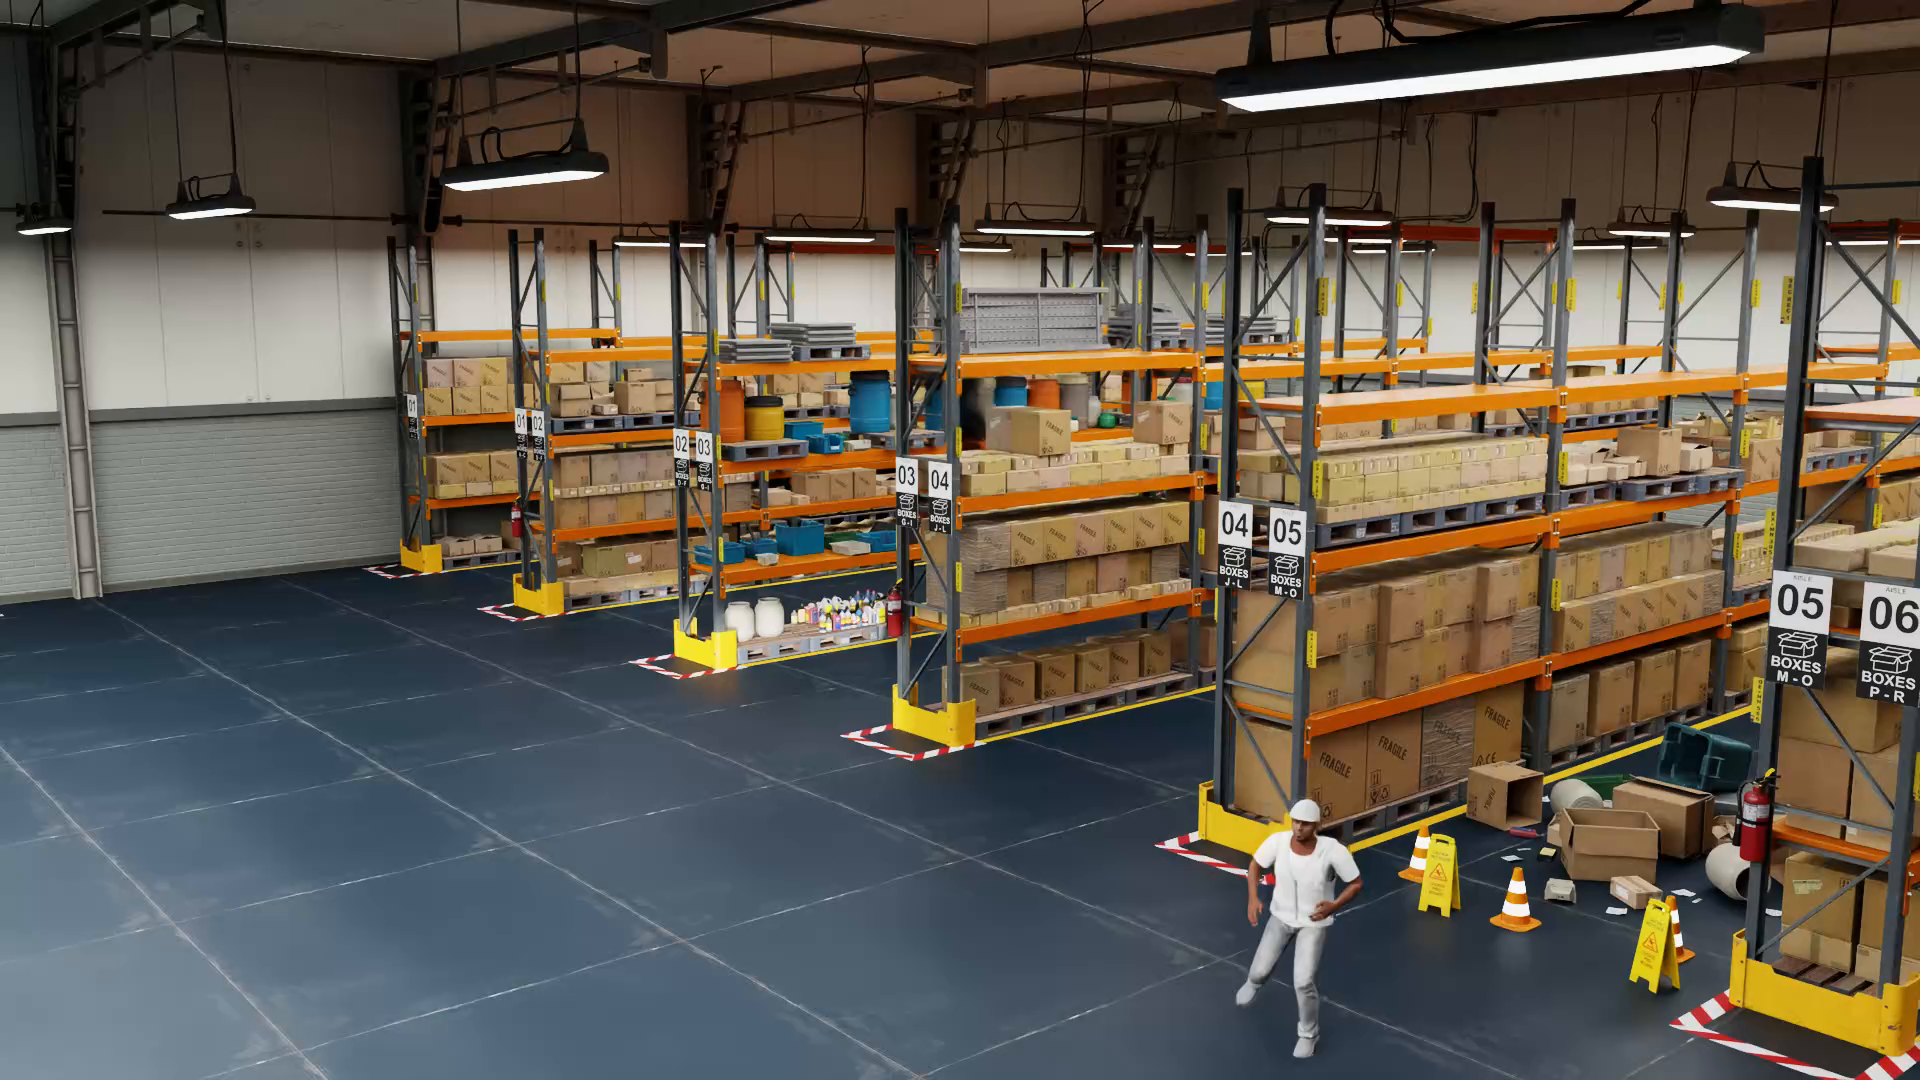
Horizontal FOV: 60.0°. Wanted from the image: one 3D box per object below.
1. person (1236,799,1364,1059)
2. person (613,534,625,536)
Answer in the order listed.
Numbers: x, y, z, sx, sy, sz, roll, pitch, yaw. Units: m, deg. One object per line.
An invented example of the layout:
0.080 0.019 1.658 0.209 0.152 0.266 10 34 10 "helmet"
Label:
2.308 2.606 11.413 0.887 1.760 0.663 4 10 23 "person"
-5.896 -0.097 29.088 0.627 1.696 0.762 8 12 42 "person"
